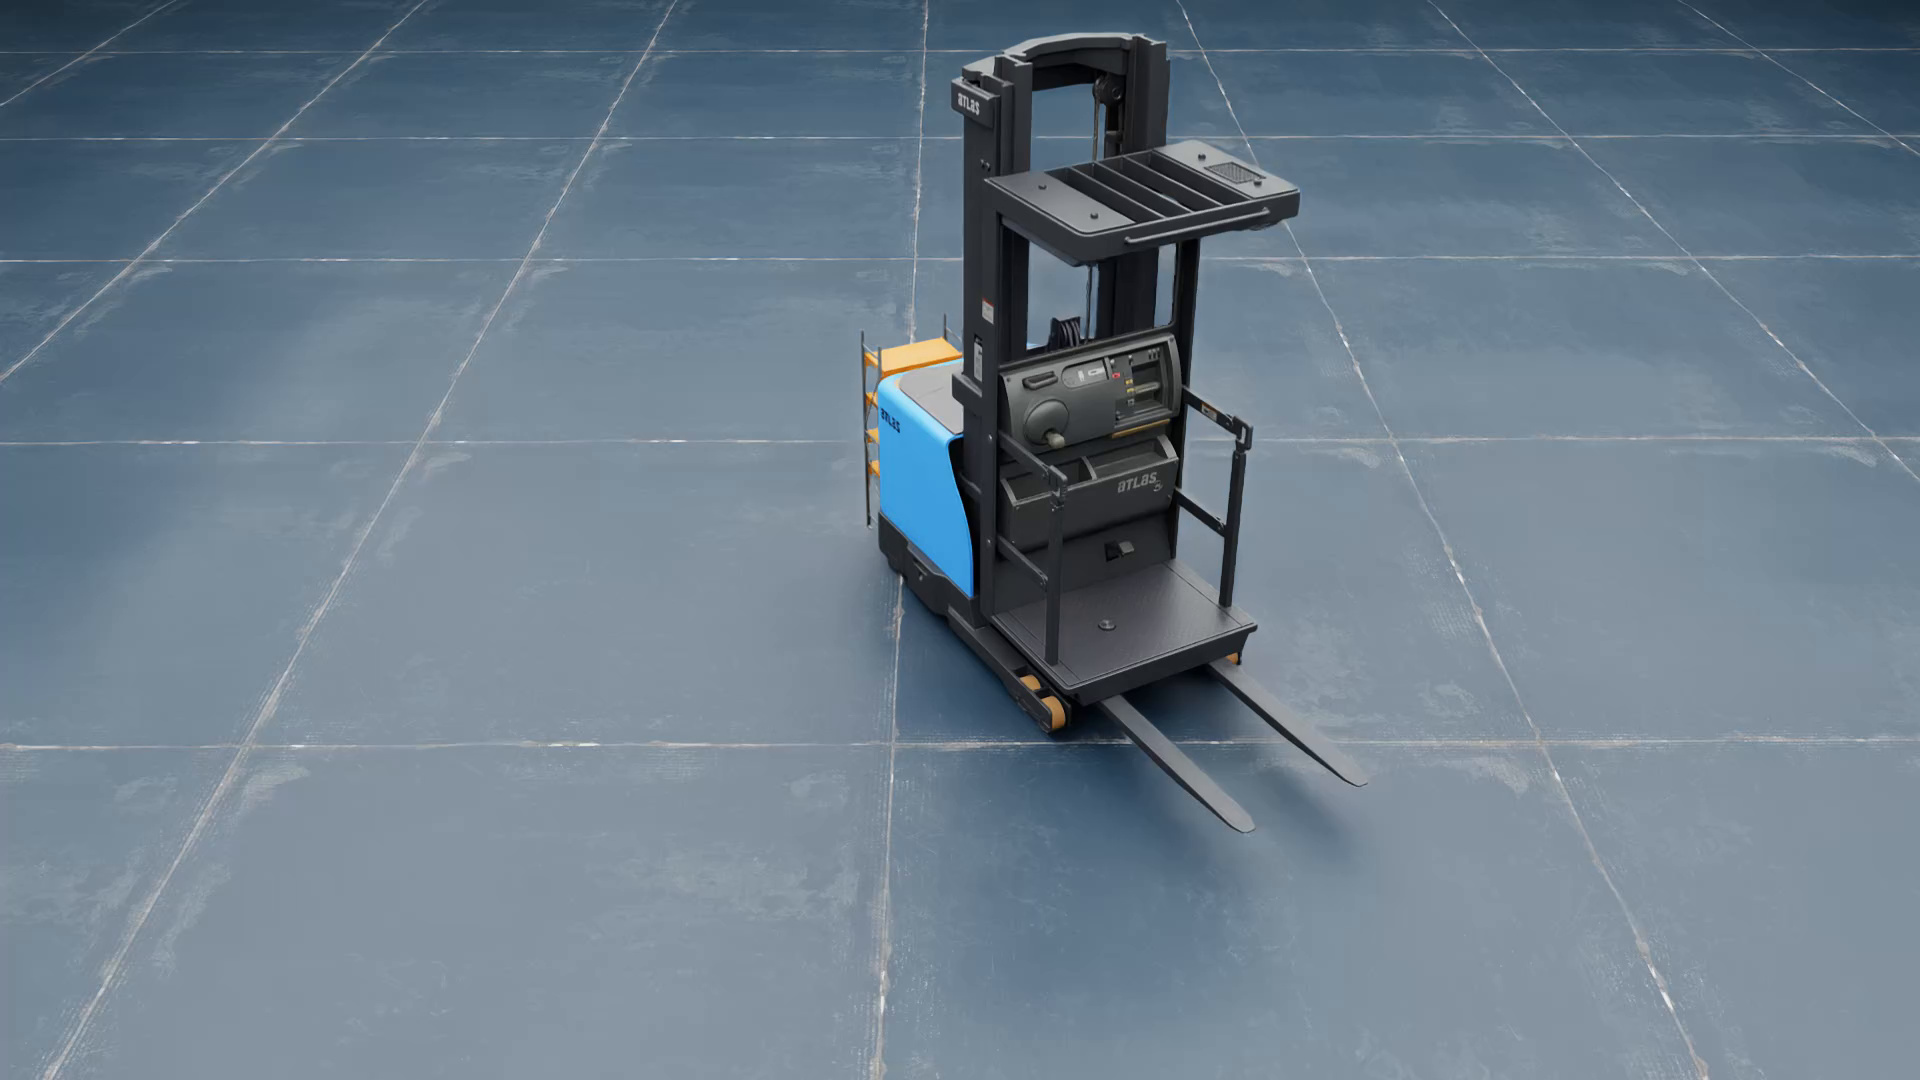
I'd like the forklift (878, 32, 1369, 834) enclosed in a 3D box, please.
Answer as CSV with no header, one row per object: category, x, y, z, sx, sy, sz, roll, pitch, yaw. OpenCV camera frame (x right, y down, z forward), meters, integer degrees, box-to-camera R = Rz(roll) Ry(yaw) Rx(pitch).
forklift,0.719,-0.627,7.457,1.130,2.935,3.031,-16,35,-25

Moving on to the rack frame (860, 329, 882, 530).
rack frame,-0.467,-0.541,8.986,0.015,1.200,0.240,-15,34,-23

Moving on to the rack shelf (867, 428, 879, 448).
rack shelf,-0.250,-0.541,9.115,0.480,0.148,0.258,-15,34,-23

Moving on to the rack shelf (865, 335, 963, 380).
rack shelf,-0.250,-0.935,8.876,0.480,0.148,0.258,-15,34,-23

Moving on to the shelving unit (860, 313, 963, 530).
shelving unit,-0.250,-0.599,9.080,0.503,1.200,0.258,-15,34,-23

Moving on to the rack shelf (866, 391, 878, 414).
rack shelf,-0.250,-0.732,8.999,0.480,0.148,0.258,-15,34,-23

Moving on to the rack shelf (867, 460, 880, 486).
rack shelf,-0.250,-0.371,9.218,0.480,0.148,0.258,-15,34,-23

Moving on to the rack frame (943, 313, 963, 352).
rack frame,-0.032,-0.656,9.174,0.015,1.200,0.240,-15,34,-23
